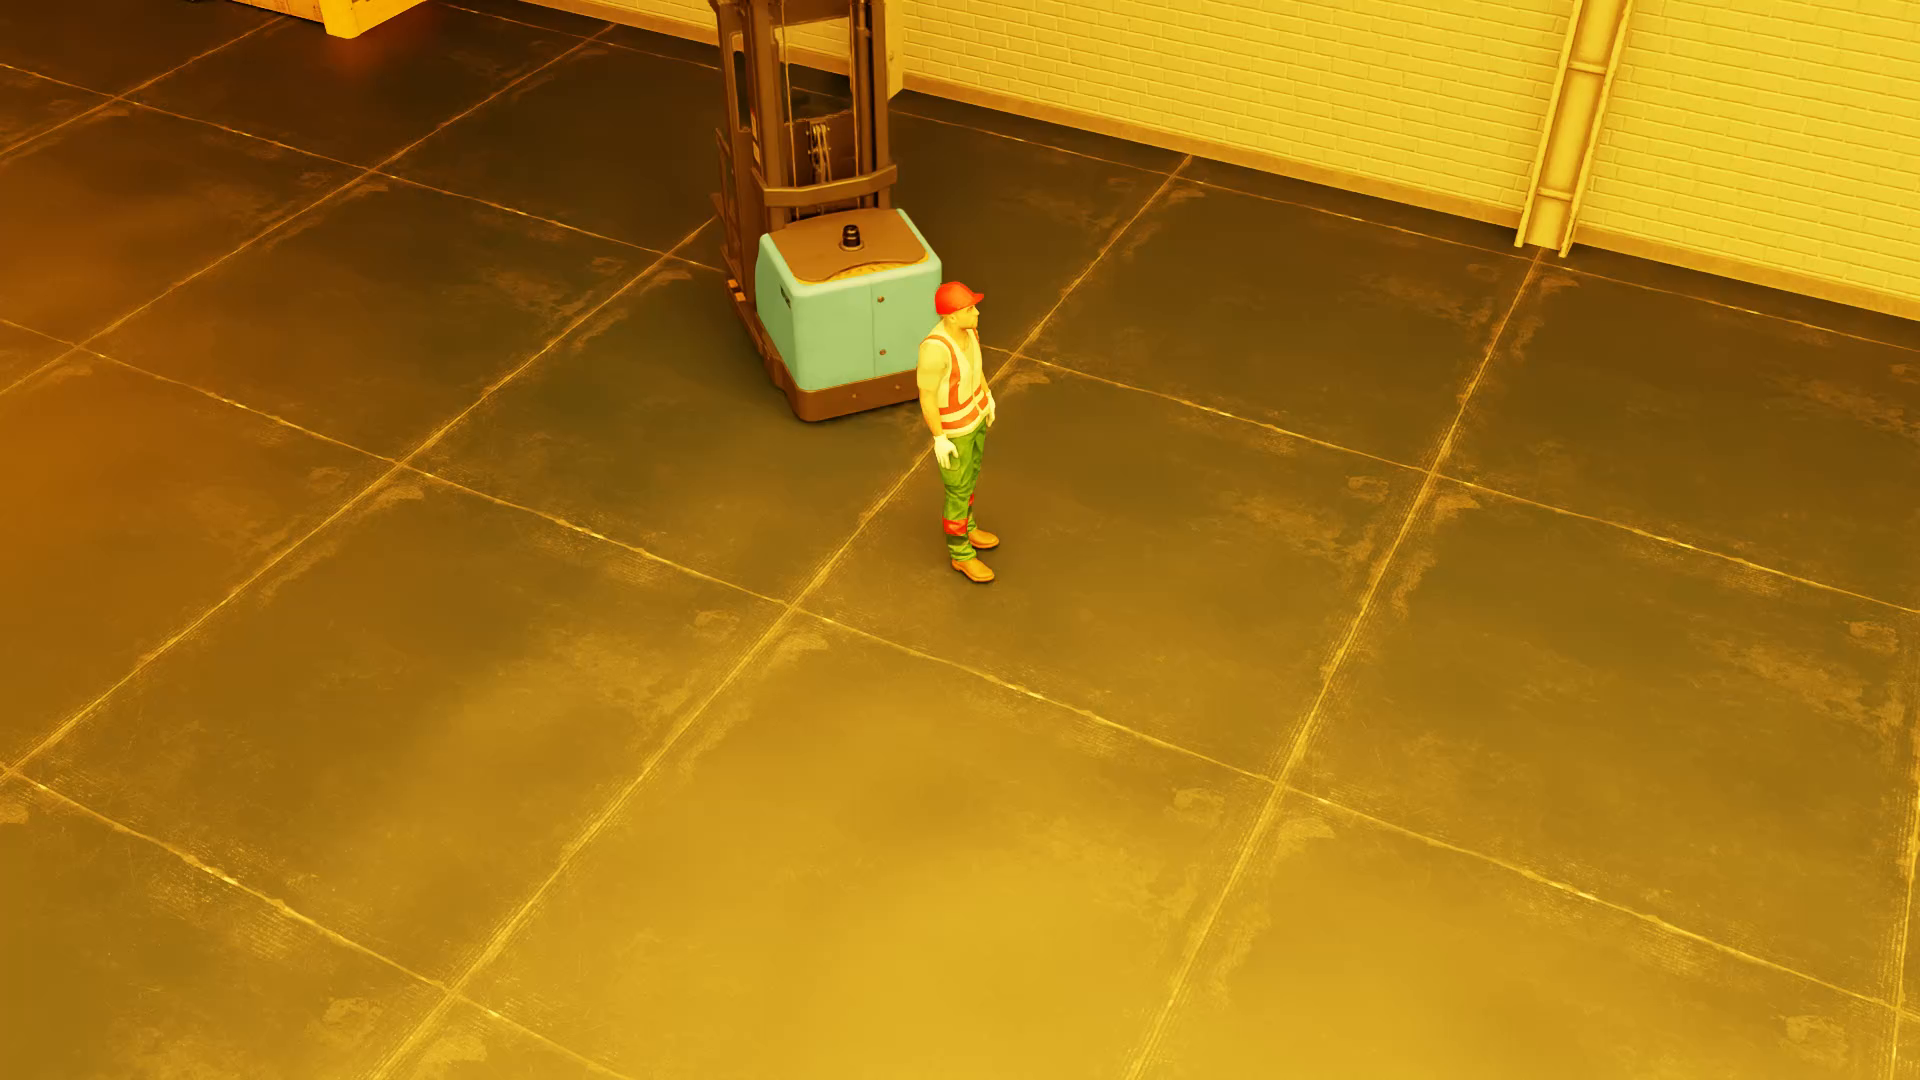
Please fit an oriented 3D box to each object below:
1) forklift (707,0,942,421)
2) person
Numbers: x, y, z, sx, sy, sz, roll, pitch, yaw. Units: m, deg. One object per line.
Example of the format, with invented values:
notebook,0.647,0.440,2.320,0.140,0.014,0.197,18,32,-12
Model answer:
forklift,-1.111,-2.867,11.391,1.130,2.935,3.031,-14,42,-16
person,0.065,-0.659,9.644,0.563,1.788,0.638,18,43,21
